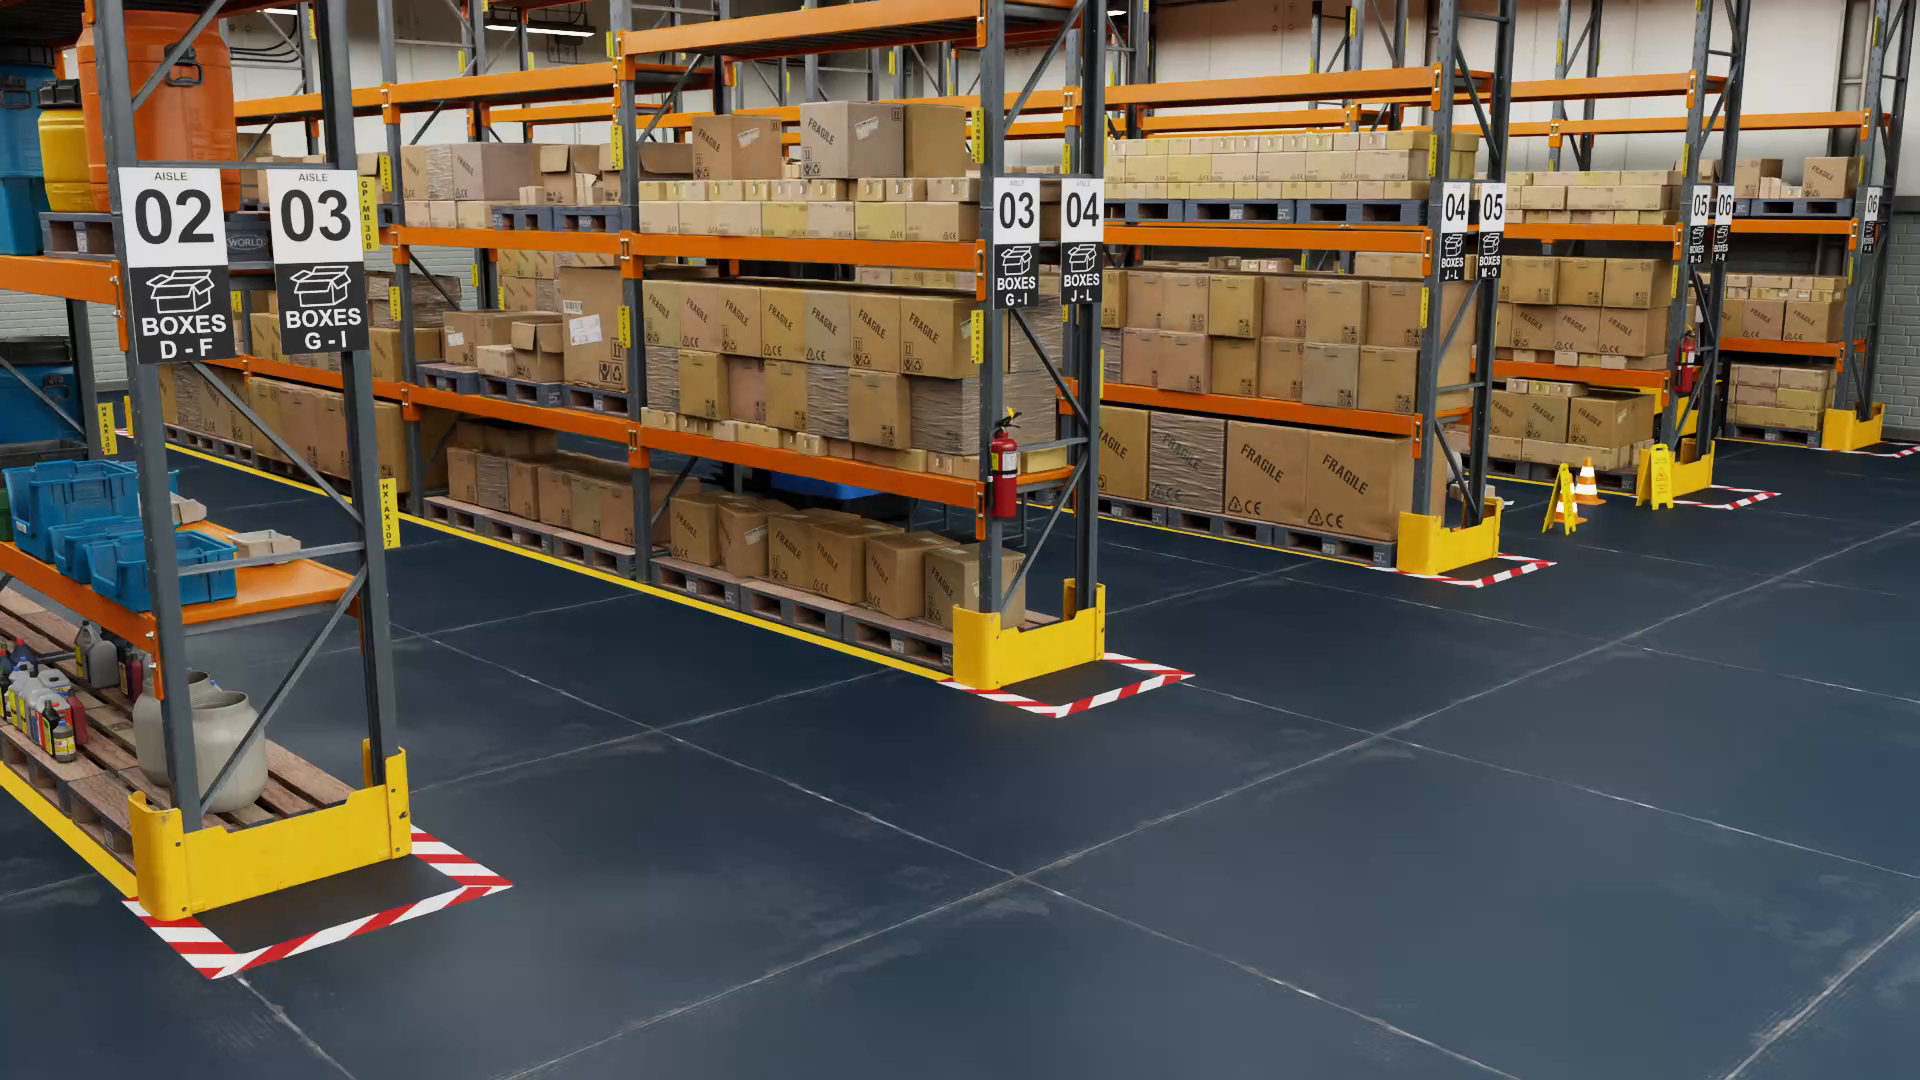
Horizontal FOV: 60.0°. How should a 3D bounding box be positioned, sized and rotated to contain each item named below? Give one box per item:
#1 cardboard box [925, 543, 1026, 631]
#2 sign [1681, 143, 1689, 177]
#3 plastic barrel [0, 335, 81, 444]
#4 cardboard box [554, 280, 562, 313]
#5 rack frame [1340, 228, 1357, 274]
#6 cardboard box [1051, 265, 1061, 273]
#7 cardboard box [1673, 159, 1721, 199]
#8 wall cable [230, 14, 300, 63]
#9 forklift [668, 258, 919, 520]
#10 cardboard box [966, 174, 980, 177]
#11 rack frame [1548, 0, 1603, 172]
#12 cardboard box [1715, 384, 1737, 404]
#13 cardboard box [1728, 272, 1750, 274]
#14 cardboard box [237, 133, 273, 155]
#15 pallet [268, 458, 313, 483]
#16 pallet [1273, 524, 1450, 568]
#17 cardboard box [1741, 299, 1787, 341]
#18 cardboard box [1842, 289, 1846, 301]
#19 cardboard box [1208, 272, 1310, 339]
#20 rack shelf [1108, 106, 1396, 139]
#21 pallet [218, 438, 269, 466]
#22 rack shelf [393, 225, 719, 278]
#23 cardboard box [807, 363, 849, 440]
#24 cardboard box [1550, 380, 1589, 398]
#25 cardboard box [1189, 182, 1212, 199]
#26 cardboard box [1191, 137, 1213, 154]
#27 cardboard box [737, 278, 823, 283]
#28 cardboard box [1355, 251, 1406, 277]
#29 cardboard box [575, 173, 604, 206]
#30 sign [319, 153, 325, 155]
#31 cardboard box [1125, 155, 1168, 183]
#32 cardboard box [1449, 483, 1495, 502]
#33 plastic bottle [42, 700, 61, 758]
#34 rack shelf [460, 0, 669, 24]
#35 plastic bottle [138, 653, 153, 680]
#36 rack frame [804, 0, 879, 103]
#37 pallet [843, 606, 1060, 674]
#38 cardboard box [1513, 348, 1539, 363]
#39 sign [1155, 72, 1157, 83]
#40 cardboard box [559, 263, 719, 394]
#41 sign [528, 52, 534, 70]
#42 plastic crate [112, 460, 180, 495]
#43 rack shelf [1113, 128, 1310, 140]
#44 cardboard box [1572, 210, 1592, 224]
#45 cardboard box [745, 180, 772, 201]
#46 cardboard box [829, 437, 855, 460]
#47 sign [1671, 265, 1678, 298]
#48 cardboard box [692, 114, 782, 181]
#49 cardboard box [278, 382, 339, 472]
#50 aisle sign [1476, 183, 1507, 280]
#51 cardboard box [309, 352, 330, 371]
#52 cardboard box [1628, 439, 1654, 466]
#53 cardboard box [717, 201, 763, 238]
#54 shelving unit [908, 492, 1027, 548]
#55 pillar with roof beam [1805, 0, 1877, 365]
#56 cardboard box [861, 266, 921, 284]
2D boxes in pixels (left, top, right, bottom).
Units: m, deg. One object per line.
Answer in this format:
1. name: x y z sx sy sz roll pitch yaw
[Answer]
1. cardboard box: 0.103 0.325 11.395 0.500 0.500 0.500 -7 14 -32
2. sign: 7.274 -3.810 16.681 0.100 0.325 0.005 -11 16 -43
3. plastic barrel: -5.870 -0.838 10.642 0.600 0.901 0.708 -11 16 -43
4. cardboard box: -5.347 -3.403 23.348 0.500 0.500 0.500 -11 16 -43
5. rack frame: 4.927 -2.565 20.267 1.000 3.000 0.127 -11 16 -43
6. cardboard box: 1.618 -3.727 23.179 0.500 0.500 0.500 11 16 44
7. cardboard box: 9.783 -4.733 21.810 0.797 0.503 0.637 -10 15 -41
8. wall cable: -11.939 -8.755 27.472 2.277 5.999 0.120 -11 16 -43
9. forklift: -1.816 -1.787 16.661 3.031 2.935 1.130 11 16 43
10. cardboard box: 0.405 -3.661 17.234 0.500 0.250 0.500 -11 16 -43
11. rack frame: 8.514 -6.196 23.022 1.000 3.000 0.127 -11 16 -43
12. cardboard box: 10.004 -1.952 21.826 0.500 0.250 0.500 -11 16 -44
13. cardboard box: 10.380 -3.469 22.064 0.250 0.149 0.380 11 16 44
14. cardboard box: -8.410 -4.630 19.461 0.500 0.250 0.500 10 16 41
15. pallet: -7.178 -0.884 19.017 1.003 0.211 1.213 -11 16 -43
16. pallet: 3.570 -0.017 14.809 1.003 0.211 1.213 -11 16 -43
17. cardboard box: 10.395 -2.835 21.329 0.500 0.500 0.500 -10 15 -41
18. cardboard box: 11.230 -3.126 21.134 0.250 0.149 0.380 11 16 44
19. cardboard box: 2.756 -2.166 15.282 0.875 0.550 0.500 -11 16 -43
20. rack shelf: 3.546 -5.247 21.192 1.077 0.370 4.000 -11 16 -43
21. pallet: -8.234 -1.108 20.104 1.003 0.211 1.213 -11 16 -43
22. rack shelf: -3.622 -2.593 14.751 1.077 0.370 4.000 -11 16 -43
23. cardboard box: -0.584 -1.014 11.756 0.875 0.500 0.500 -11 16 -43
24. cardboard box: 6.645 -1.650 18.134 0.380 0.149 0.250 -10 15 -41
25. cardboard box: 2.303 -3.175 15.129 0.380 0.149 0.250 -11 16 -43
26. cardboard box: 2.302 -3.566 15.049 0.380 0.149 0.250 -11 16 -43
27. cardboard box: -1.384 -1.769 12.938 0.500 0.500 0.500 -11 16 -43
28. cardboard box: 5.074 -3.155 19.668 0.700 0.500 0.500 -11 16 -43
29. cardboard box: -2.962 -2.916 13.831 0.396 0.266 0.258 -10 15 -41
30. sign: -7.379 -4.305 19.219 0.100 0.325 0.005 -11 16 -43
31. cardboard box: 1.901 -3.473 15.586 0.500 0.250 0.500 -11 16 -43
32. cardboard box: 5.324 -0.495 17.283 0.380 0.149 0.250 -3 12 -13
33. plastic bottle: -4.740 0.983 8.686 0.061 0.283 0.133 -10 16 -41
34. rack shelf: -5.489 -7.534 23.063 1.077 0.370 4.000 -11 16 -43
35. plastic bottle: -4.705 0.778 9.701 0.152 0.276 0.135 -11 16 -42
36. rack frame: -1.346 -5.383 19.076 1.000 3.000 0.127 -11 16 -43
37. pallet: -0.066 0.631 11.666 1.003 0.211 1.213 -11 16 -43
38. cardboard box: 6.342 -2.060 18.438 0.380 0.149 0.250 -11 16 -43
39. sign: 3.387 -7.977 28.958 0.100 0.325 0.005 -11 16 -43
40. cardboard box: -2.688 -1.819 14.119 1.000 1.000 1.000 -11 16 -42
41. sign: -6.455 -7.160 24.994 0.100 0.325 0.005 -11 16 -43
42. plastic crate: -4.862 -0.298 9.629 0.499 0.251 0.616 -11 16 -43
43. rack shelf: 4.371 -6.523 27.385 1.077 0.370 4.000 -11 16 -43
44. cardboard box: 6.760 -3.462 17.810 0.380 0.149 0.250 -11 16 -42
45. cardboard box: -1.311 -2.500 11.900 0.380 0.149 0.250 -11 16 -44
46. cardboard box: -0.699 -0.670 11.693 0.380 0.149 0.250 -11 16 -43
47. sign: 7.274 -2.629 16.924 0.100 0.325 0.005 -11 16 -43
48. cardboard box: -1.745 -3.063 13.025 0.500 0.500 0.500 11 16 43
49. cardboard box: -6.691 -1.296 18.331 0.875 0.875 1.225 11 16 43
50. aisle sign: 4.445 -2.582 13.905 0.394 0.787 0.004 -11 16 -43
51. cardboard box: -6.575 -2.078 17.654 0.500 0.500 0.500 -10 16 -41
52. cardboard box: 7.332 -0.997 18.427 0.500 0.250 0.500 -11 16 -43
53. cardboard box: -1.410 -2.328 12.054 0.500 0.250 0.500 11 16 43
54. shelving unit: 0.059 -0.722 15.038 0.538 1.500 1.048 -11 16 -43
55. pillar with roof beam: 8.334 -5.239 18.380 9.100 9.000 0.400 -11 16 -43
56. cardboard box: -0.693 -2.843 18.888 0.700 0.500 0.500 -11 16 -43
